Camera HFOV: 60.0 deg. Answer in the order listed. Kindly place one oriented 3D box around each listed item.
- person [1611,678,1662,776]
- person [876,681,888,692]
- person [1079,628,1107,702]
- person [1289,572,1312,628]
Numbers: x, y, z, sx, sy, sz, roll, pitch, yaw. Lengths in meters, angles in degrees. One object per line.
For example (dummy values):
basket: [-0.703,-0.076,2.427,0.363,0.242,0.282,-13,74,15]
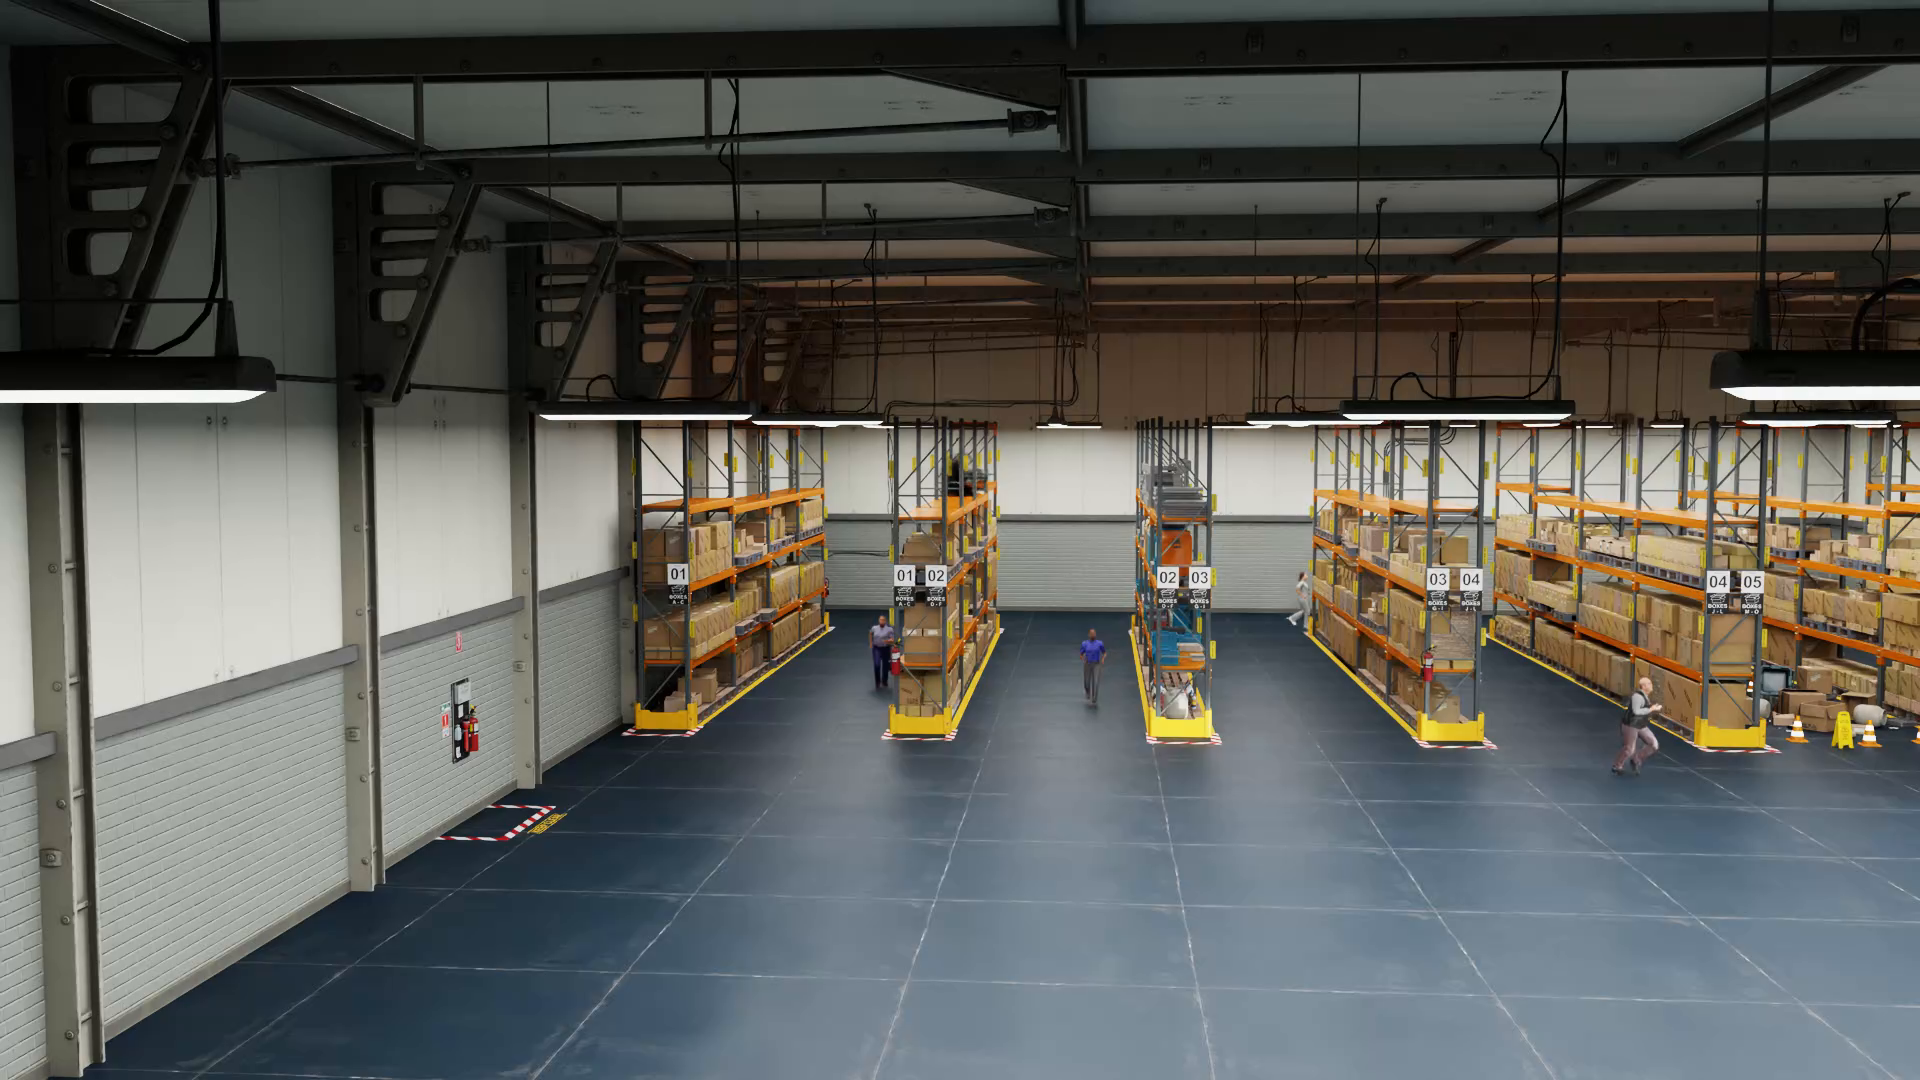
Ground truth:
person: [11.157,3.076,27.376,0.517,1.666,0.816,-4,5,-44]
person: [-1.738,3.177,36.948,0.287,0.349,0.669,0,4,-4]
person: [2.784,2.617,34.739,0.578,1.541,0.580,0,4,3]
person: [9.909,1.750,48.275,0.752,1.658,0.574,1,4,20]
